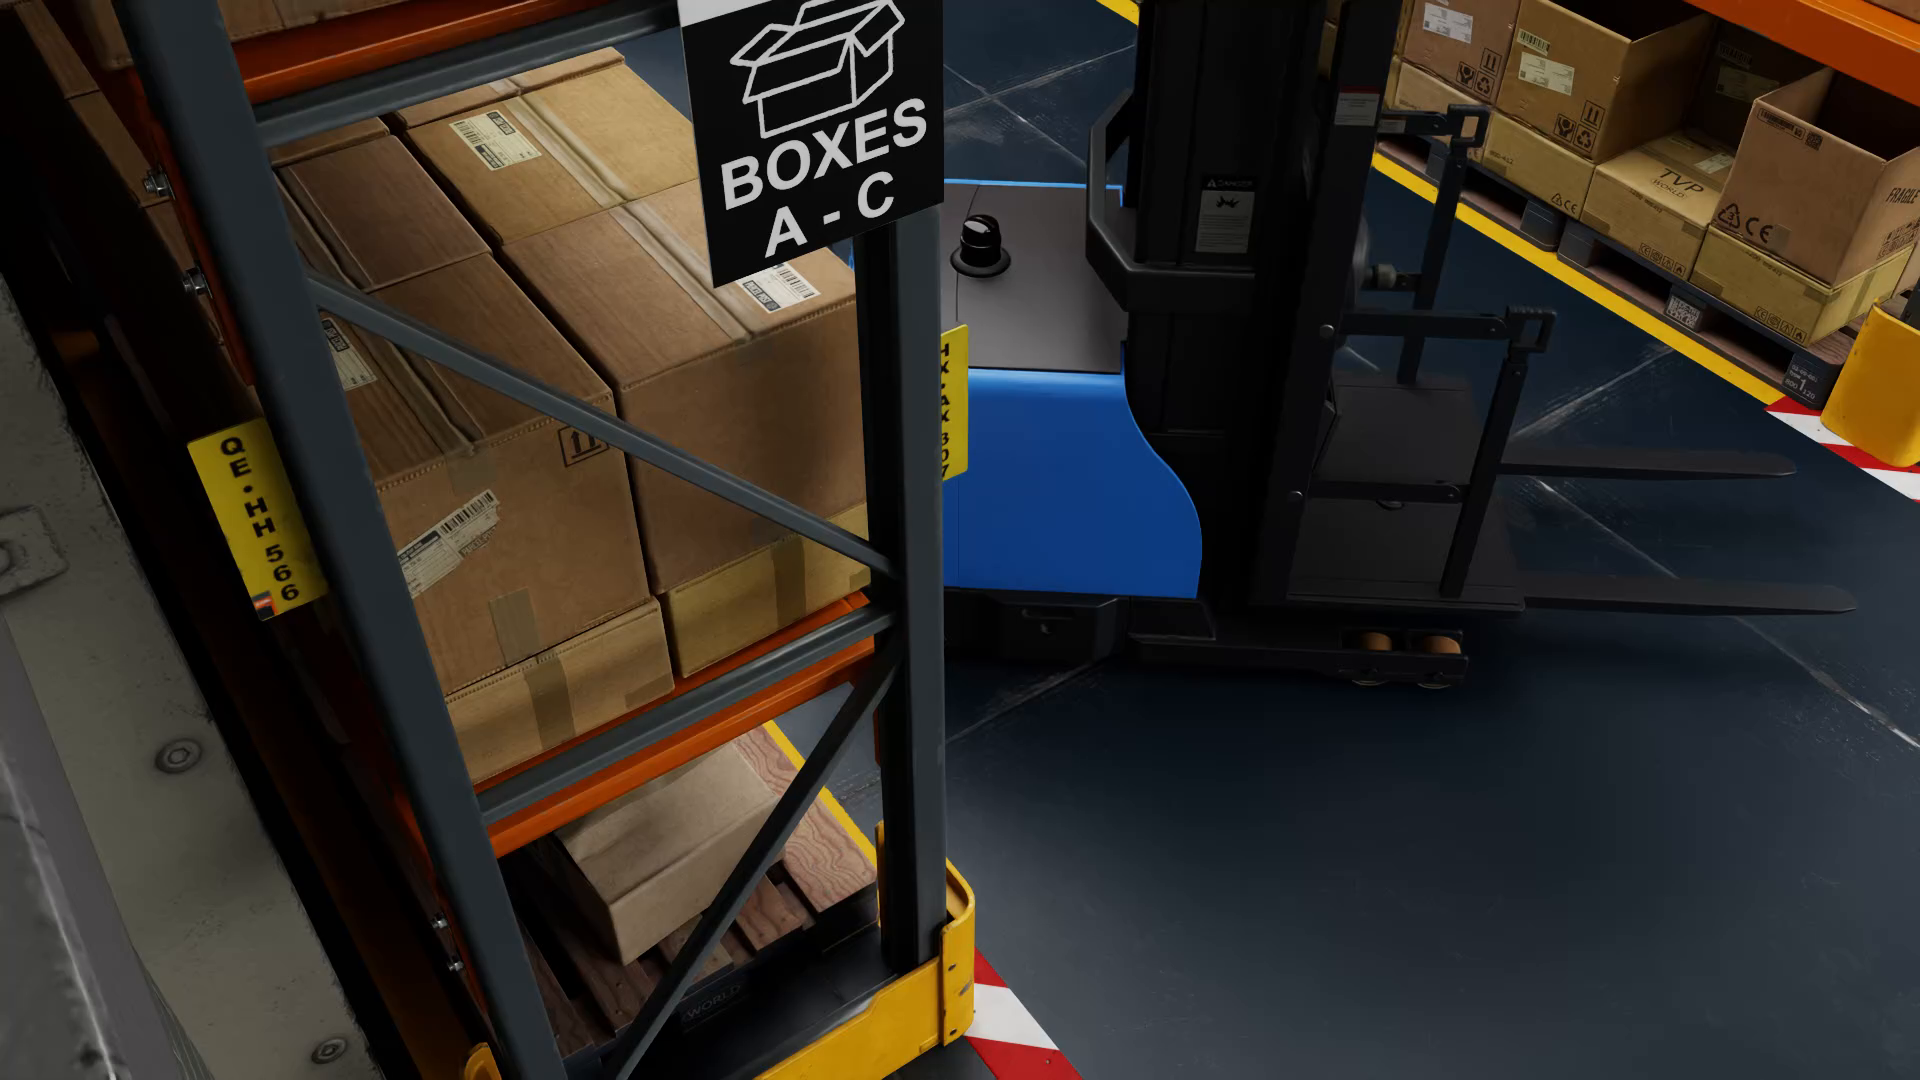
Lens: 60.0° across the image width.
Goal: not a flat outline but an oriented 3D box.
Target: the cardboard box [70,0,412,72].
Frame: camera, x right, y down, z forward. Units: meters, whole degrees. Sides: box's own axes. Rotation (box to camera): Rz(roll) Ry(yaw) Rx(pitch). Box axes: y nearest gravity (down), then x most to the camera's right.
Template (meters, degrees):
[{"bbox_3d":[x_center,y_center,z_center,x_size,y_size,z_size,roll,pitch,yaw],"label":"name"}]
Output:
[{"bbox_3d":[-0.920,-0.963,2.032,0.500,0.500,0.500,-22,48,-22],"label":"cardboard box"}]

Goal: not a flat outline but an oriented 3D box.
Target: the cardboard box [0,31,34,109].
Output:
[{"bbox_3d":[-2.371,-1.545,4.452,0.500,0.500,0.500,-26,49,-25],"label":"cardboard box"}]

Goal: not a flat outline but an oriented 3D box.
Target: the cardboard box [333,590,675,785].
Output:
[{"bbox_3d":[-0.900,0.160,3.209,0.500,0.250,0.500,-25,49,-24],"label":"cardboard box"}]

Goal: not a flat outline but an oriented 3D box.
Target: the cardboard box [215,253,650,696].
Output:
[{"bbox_3d":[-0.917,-0.106,2.945,0.500,0.500,0.500,-26,50,-25],"label":"cardboard box"}]

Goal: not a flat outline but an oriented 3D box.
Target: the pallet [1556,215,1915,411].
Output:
[{"bbox_3d":[3.116,-1.066,6.418,1.003,0.211,1.213,-26,49,-24],"label":"pallet"}]

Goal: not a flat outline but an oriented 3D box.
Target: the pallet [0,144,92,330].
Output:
[{"bbox_3d":[-3.208,-1.396,6.764,1.003,0.211,1.213,-26,49,-24],"label":"pallet"}]

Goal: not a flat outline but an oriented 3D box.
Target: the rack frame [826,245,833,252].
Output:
[{"bbox_3d":[-0.445,-0.386,4.989,0.240,1.200,0.006,-34,53,-30],"label":"rack frame"}]

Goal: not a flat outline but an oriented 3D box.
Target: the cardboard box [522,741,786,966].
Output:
[{"bbox_3d":[-0.795,0.687,4.191,0.500,0.311,0.500,-31,52,-29],"label":"cardboard box"}]

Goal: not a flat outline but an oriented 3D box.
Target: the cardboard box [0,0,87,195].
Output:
[{"bbox_3d":[-2.091,-1.261,4.154,0.500,0.500,0.500,-24,49,-23],"label":"cardboard box"}]

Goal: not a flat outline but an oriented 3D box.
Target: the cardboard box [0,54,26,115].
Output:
[{"bbox_3d":[-2.669,-1.566,5.017,0.500,0.250,0.500,-25,49,-24],"label":"cardboard box"}]

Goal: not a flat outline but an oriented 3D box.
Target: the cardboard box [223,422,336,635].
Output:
[{"bbox_3d":[-1.205,-0.130,3.513,0.500,0.250,0.500,-24,49,-23],"label":"cardboard box"}]

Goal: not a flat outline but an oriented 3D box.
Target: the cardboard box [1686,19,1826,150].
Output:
[{"bbox_3d":[3.175,-1.760,6.270,0.500,0.500,0.500,-26,49,-24],"label":"cardboard box"}]

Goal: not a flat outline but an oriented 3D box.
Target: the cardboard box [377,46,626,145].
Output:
[{"bbox_3d":[-1.065,-0.891,3.767,0.500,0.500,0.500,-27,50,-26],"label":"cardboard box"}]

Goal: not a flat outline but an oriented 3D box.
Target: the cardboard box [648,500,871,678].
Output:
[{"bbox_3d":[-0.492,-0.054,3.433,0.500,0.250,0.500,-27,50,-26],"label":"cardboard box"}]

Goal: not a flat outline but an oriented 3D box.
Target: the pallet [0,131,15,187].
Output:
[{"bbox_3d":[-3.910,-2.087,7.489,1.003,0.211,1.213,-26,49,-24],"label":"pallet"}]

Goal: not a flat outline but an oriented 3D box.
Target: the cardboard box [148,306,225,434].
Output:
[{"bbox_3d":[-1.497,-0.413,3.809,0.500,0.250,0.500,-26,49,-25],"label":"cardboard box"}]

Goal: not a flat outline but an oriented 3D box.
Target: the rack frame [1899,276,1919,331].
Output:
[{"bbox_3d":[3.587,-1.658,5.019,1.000,3.000,0.127,-26,49,-24],"label":"rack frame"}]

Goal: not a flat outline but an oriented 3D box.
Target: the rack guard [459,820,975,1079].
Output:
[{"bbox_3d":[-0.517,1.162,3.875,1.175,0.500,0.348,-26,49,-24],"label":"rack guard"}]

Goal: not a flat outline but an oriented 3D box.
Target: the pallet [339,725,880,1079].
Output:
[{"bbox_3d":[-0.953,0.793,4.471,1.003,0.211,1.213,-26,49,-24],"label":"pallet"}]

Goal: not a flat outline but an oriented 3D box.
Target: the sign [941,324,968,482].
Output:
[{"bbox_3d":[-0.029,-0.226,2.893,0.100,0.325,0.005,-26,49,-24],"label":"sign"}]

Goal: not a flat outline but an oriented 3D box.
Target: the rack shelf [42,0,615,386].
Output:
[{"bbox_3d":[-1.618,-1.656,3.366,1.077,0.370,4.000,-26,49,-24],"label":"rack shelf"}]

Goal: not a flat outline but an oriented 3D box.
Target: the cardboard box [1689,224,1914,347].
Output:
[{"bbox_3d":[3.038,-1.002,6.019,0.500,0.250,0.500,-26,49,-24],"label":"cardboard box"}]

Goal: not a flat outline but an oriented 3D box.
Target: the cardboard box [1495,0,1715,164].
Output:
[{"bbox_3d":[2.452,-1.833,6.347,0.500,0.500,0.500,-26,49,-24],"label":"cardboard box"}]

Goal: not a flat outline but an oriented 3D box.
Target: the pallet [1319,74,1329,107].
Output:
[{"bbox_3d":[1.720,-2.448,7.866,1.003,0.211,1.213,-26,49,-24],"label":"pallet"}]

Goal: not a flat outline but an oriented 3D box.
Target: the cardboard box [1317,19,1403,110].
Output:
[{"bbox_3d":[1.879,-2.128,7.198,0.500,0.250,0.500,-26,49,-24],"label":"cardboard box"}]

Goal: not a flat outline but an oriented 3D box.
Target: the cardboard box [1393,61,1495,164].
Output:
[{"bbox_3d":[2.170,-1.847,6.904,0.500,0.250,0.500,-26,49,-24],"label":"cardboard box"}]

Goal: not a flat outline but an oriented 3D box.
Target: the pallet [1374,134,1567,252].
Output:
[{"bbox_3d":[2.422,-1.756,7.141,1.003,0.211,1.213,-26,49,-24],"label":"pallet"}]

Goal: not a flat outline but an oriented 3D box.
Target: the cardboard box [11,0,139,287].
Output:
[{"bbox_3d":[-1.785,-0.971,3.851,0.500,0.500,0.500,-25,49,-24],"label":"cardboard box"}]

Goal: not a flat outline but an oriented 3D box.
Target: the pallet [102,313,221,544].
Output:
[{"bbox_3d":[-2.349,-0.589,5.919,1.003,0.211,1.213,-26,49,-24],"label":"pallet"}]

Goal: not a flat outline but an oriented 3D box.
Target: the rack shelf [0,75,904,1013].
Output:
[{"bbox_3d":[-1.618,-0.571,4.402,1.077,0.370,4.000,-26,49,-24],"label":"rack shelf"}]

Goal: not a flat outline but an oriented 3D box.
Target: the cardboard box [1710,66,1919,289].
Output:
[{"bbox_3d":[3.037,-1.272,5.759,0.500,0.500,0.500,-26,49,-24],"label":"cardboard box"}]

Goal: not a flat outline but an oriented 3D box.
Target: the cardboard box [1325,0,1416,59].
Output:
[{"bbox_3d":[1.880,-2.399,6.940,0.500,0.500,0.500,-26,49,-24],"label":"cardboard box"}]

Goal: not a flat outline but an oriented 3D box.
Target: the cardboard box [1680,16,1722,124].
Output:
[{"bbox_3d":[2.879,-2.038,6.562,0.500,0.500,0.500,-26,49,-24],"label":"cardboard box"}]

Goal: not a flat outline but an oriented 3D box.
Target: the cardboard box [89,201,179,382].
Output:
[{"bbox_3d":[-1.788,-0.698,4.108,0.500,0.250,0.500,-25,49,-24],"label":"cardboard box"}]

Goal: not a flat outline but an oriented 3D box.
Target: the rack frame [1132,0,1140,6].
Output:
[{"bbox_3d":[1.299,-3.923,7.392,1.000,3.000,0.127,-26,49,-24],"label":"rack frame"}]

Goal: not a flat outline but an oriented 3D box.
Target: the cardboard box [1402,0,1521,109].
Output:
[{"bbox_3d":[2.167,-2.117,6.644,0.500,0.500,0.500,-26,49,-24],"label":"cardboard box"}]

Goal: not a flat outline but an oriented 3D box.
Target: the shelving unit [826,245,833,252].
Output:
[{"bbox_3d":[-0.509,-0.431,5.037,0.258,1.200,0.189,-34,53,-30],"label":"shelving unit"}]

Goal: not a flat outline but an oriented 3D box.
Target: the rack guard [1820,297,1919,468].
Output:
[{"bbox_3d":[3.601,-0.740,5.868,1.175,0.500,0.348,-26,49,-24],"label":"rack guard"}]

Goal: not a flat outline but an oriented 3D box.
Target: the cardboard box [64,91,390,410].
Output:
[{"bbox_3d":[-1.497,-0.686,3.552,0.500,0.500,0.500,-27,50,-25],"label":"cardboard box"}]

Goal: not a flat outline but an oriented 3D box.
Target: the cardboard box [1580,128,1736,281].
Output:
[{"bbox_3d":[2.742,-1.280,6.311,0.500,0.250,0.500,-26,49,-24],"label":"cardboard box"}]

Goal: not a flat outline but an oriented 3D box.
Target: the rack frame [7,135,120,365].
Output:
[{"bbox_3d":[-2.762,-1.964,5.340,1.000,3.000,0.127,-26,49,-24],"label":"rack frame"}]

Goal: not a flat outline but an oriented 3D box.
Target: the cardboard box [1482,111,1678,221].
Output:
[{"bbox_3d":[2.455,-1.563,6.607,0.500,0.250,0.500,-26,49,-24],"label":"cardboard box"}]

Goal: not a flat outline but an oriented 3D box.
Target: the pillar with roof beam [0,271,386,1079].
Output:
[{"bbox_3d":[1.948,-3.624,2.734,9.100,9.000,0.400,-26,49,-24],"label":"pillar with roof beam"}]

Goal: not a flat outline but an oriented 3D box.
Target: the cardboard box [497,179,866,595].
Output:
[{"bbox_3d":[-0.500,-0.312,3.160,0.500,0.500,0.500,-26,49,-24],"label":"cardboard box"}]

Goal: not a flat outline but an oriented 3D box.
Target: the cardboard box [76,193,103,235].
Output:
[{"bbox_3d":[-2.062,-0.992,4.415,0.500,0.250,0.500,-27,50,-25],"label":"cardboard box"}]

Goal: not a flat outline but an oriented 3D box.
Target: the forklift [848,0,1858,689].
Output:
[{"bbox_3d":[1.172,-0.996,4.376,3.031,2.935,1.130,3,44,3],"label":"forklift"}]

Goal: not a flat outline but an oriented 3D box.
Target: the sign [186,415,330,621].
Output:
[{"bbox_3d":[-0.940,-0.024,2.240,0.100,0.325,0.005,-26,49,-24],"label":"sign"}]

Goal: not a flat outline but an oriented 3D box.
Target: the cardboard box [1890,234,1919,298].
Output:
[{"bbox_3d":[3.463,-1.207,6.234,0.500,0.250,0.500,-26,49,-24],"label":"cardboard box"}]

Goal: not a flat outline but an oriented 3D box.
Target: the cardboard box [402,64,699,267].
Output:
[{"bbox_3d":[-0.775,-0.596,3.458,0.500,0.500,0.500,-26,49,-24],"label":"cardboard box"}]

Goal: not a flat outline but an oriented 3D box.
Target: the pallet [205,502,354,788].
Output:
[{"bbox_3d":[-1.647,0.102,5.195,1.003,0.211,1.213,-26,49,-24],"label":"pallet"}]

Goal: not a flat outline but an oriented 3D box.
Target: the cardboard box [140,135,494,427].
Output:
[{"bbox_3d":[-1.197,-0.395,3.247,0.500,0.500,0.500,-25,49,-24],"label":"cardboard box"}]

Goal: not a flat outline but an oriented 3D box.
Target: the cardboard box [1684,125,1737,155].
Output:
[{"bbox_3d":[3.174,-1.488,6.529,0.500,0.250,0.500,-26,49,-24],"label":"cardboard box"}]

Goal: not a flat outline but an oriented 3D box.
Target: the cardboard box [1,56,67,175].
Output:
[{"bbox_3d":[-2.366,-1.284,4.722,0.500,0.250,0.500,-27,50,-26],"label":"cardboard box"}]

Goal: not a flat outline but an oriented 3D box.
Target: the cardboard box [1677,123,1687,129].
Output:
[{"bbox_3d":[2.888,-1.772,6.825,0.500,0.250,0.500,-26,49,-24],"label":"cardboard box"}]

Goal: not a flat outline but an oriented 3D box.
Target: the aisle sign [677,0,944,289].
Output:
[{"bbox_3d":[-0.186,-0.717,2.151,0.394,0.787,0.004,-26,49,-24],"label":"aisle sign"}]

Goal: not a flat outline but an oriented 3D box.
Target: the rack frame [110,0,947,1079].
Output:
[{"bbox_3d":[-0.473,0.301,2.967,1.000,3.000,0.127,-26,49,-24],"label":"rack frame"}]
